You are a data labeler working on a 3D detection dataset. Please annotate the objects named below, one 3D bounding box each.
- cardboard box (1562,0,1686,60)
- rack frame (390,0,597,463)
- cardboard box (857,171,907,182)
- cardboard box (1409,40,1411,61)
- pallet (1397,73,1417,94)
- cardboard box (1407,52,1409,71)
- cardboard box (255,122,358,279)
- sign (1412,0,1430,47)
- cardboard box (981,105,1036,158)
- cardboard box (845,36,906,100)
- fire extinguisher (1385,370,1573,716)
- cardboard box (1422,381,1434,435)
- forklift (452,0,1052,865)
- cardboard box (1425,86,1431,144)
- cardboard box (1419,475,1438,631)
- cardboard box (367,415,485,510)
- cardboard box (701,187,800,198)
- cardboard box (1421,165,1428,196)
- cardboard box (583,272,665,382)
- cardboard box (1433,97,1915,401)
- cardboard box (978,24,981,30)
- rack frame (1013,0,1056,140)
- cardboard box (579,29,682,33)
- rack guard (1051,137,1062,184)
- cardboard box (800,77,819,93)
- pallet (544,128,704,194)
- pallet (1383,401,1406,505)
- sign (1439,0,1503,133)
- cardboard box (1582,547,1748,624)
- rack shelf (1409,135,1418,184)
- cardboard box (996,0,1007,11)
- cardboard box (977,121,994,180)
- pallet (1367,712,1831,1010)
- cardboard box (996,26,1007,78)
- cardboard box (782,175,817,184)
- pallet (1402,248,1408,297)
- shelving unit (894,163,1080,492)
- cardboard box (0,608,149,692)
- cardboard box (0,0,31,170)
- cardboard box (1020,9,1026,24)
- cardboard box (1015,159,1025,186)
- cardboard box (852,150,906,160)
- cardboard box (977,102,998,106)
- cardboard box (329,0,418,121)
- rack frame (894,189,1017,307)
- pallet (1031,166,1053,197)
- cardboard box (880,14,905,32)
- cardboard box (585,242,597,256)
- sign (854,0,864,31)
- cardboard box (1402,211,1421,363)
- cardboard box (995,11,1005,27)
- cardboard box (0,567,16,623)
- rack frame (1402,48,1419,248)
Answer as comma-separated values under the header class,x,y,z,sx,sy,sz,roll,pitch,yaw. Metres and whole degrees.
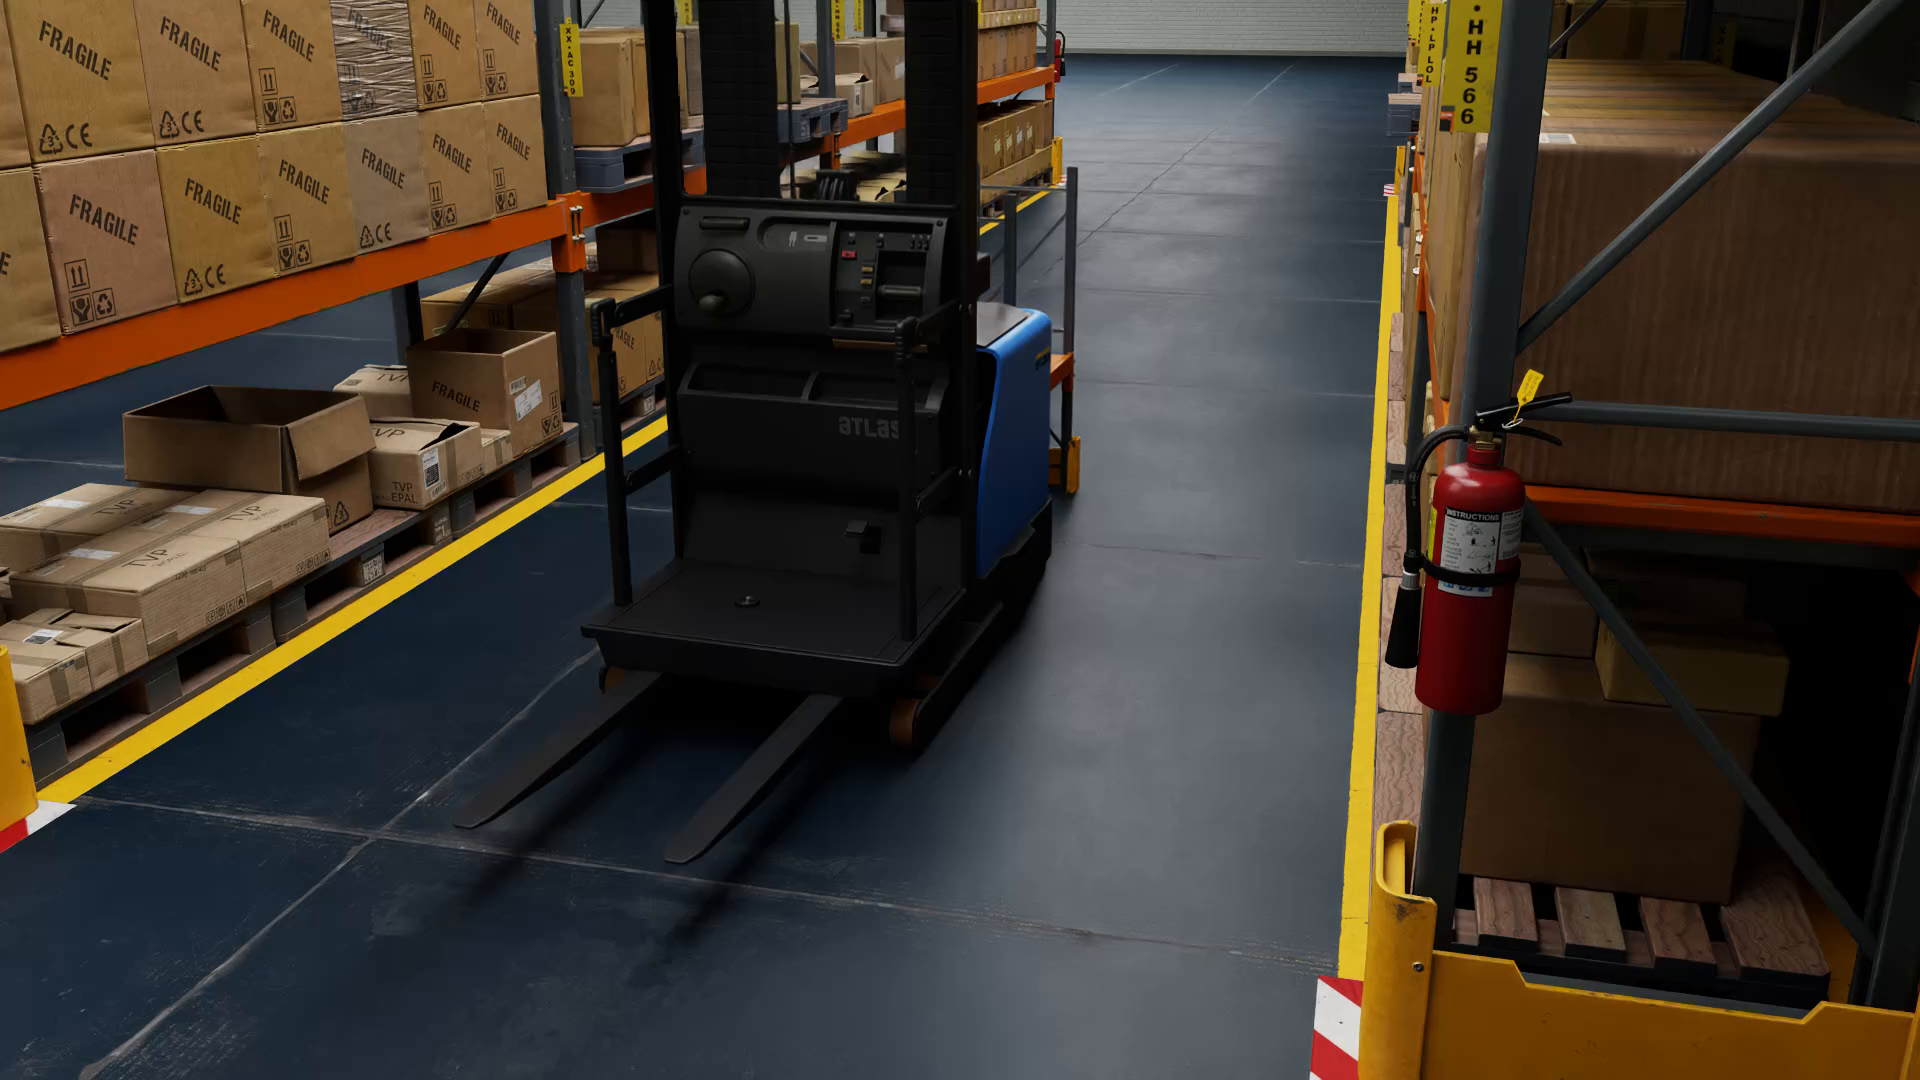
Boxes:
class,x,y,z,sx,sy,sz,roll,pitch,yaw
cardboard box,2.827,-2.151,7.040,0.500,0.250,0.500,5,20,15
rack frame,-2.342,-1.865,8.008,1.000,3.000,0.127,5,19,13
cardboard box,-0.580,-2.909,13.801,0.500,0.311,0.500,4,19,13
cardboard box,4.349,-4.606,15.072,0.500,0.500,0.500,5,19,13
pallet,4.089,-3.664,13.571,1.003,0.211,1.213,5,19,13
cardboard box,4.724,-4.724,16.579,0.500,0.250,0.500,4,19,13
cardboard box,-2.585,-1.253,6.061,0.500,0.500,0.500,5,19,14
sign,2.911,-3.279,10.479,0.100,0.325,0.005,5,19,13
cardboard box,0.517,-4.373,17.793,0.500,0.500,0.500,5,19,13
cardboard box,-0.720,-4.016,14.149,0.500,0.500,0.500,6,20,17
fire extinguisher,1.001,0.002,3.237,0.296,0.674,0.183,5,19,13
cardboard box,1.919,-0.479,6.163,0.380,0.149,0.250,5,20,15
forklift,-0.553,-0.870,5.199,1.130,2.935,3.031,6,20,16
cardboard box,2.577,-2.155,8.210,0.500,0.500,0.500,5,19,13
cardboard box,1.927,0.053,5.609,0.700,0.500,0.500,5,20,15
cardboard box,-2.390,-0.365,7.095,0.500,0.311,0.500,5,19,13
cardboard box,-1.376,-2.170,10.925,0.500,0.250,0.500,5,20,15
cardboard box,2.424,-1.740,8.000,0.380,0.149,0.250,5,19,13
cardboard box,-1.868,-1.191,9.221,0.500,0.500,0.500,5,19,14
cardboard box,1.767,-0.753,4.288,0.980,0.700,0.700,5,19,13
cardboard box,-0.012,-4.956,15.898,0.380,0.149,0.250,4,19,12
rack frame,0.590,-5.627,19.020,1.000,3.000,0.127,5,19,13
cardboard box,-1.970,-2.670,9.560,0.700,0.500,0.500,0,19,-1
rack guard,0.595,-4.451,19.446,1.175,0.500,0.348,5,19,13
cardboard box,-1.234,-3.188,12.017,0.500,0.311,0.500,6,20,17
pallet,-2.041,-2.016,8.747,1.003,0.211,1.213,5,19,13
pallet,2.578,-0.404,8.043,1.003,0.211,1.213,5,19,13
sign,0.962,-0.929,3.109,0.100,0.325,0.005,5,19,13
cardboard box,1.845,0.124,4.397,0.380,0.149,0.250,5,19,14
rack shelf,3.928,-3.016,12.489,1.077,0.370,4.000,5,19,13
cardboard box,0.082,-5.646,16.914,0.700,0.500,0.500,5,19,13
cardboard box,0.029,-3.746,15.958,0.500,0.500,0.500,5,19,13
pallet,1.604,0.841,4.398,1.003,0.211,1.213,5,19,13
cardboard box,0.088,-5.043,17.157,0.700,0.500,0.500,5,20,15
cardboard box,-1.229,-2.787,13.443,0.500,0.311,0.500,5,19,13
pallet,3.932,-2.036,12.820,1.003,0.211,1.213,5,19,13
shelving unit,0.130,-0.820,7.268,0.587,1.500,1.083,6,20,16
cardboard box,-2.823,0.338,5.259,0.380,0.166,0.250,5,19,13
cardboard box,-2.956,-1.250,4.506,0.500,0.500,0.500,5,20,15
cardboard box,0.492,-5.605,17.799,0.380,0.149,0.250,5,19,14
cardboard box,0.390,-3.862,17.457,0.500,0.250,0.500,5,19,13
cardboard box,-0.730,-3.426,15.314,0.500,0.311,0.500,5,19,14
cardboard box,0.123,-4.572,18.375,0.500,0.500,0.500,5,19,13
cardboard box,-2.461,-1.888,6.374,0.500,0.500,0.500,5,19,14
rack frame,-0.019,-0.666,6.817,0.500,1.500,0.032,6,20,16
pallet,0.443,-4.064,18.759,1.003,0.211,1.213,5,19,13
cardboard box,-0.529,-4.829,15.528,0.380,0.149,0.250,5,19,13
cardboard box,-2.126,-1.539,10.239,0.500,0.500,0.500,4,19,12
sign,-0.926,-4.863,15.324,0.100,0.325,0.005,5,19,13
cardboard box,2.912,-1.416,9.370,0.750,0.750,0.750,5,19,13
cardboard box,0.241,-5.282,16.853,0.380,0.149,0.250,4,19,13
cardboard box,-3.239,0.211,5.631,0.380,0.166,0.250,5,19,13
rack frame,4.417,-3.983,14.208,1.000,3.000,0.127,5,19,13
